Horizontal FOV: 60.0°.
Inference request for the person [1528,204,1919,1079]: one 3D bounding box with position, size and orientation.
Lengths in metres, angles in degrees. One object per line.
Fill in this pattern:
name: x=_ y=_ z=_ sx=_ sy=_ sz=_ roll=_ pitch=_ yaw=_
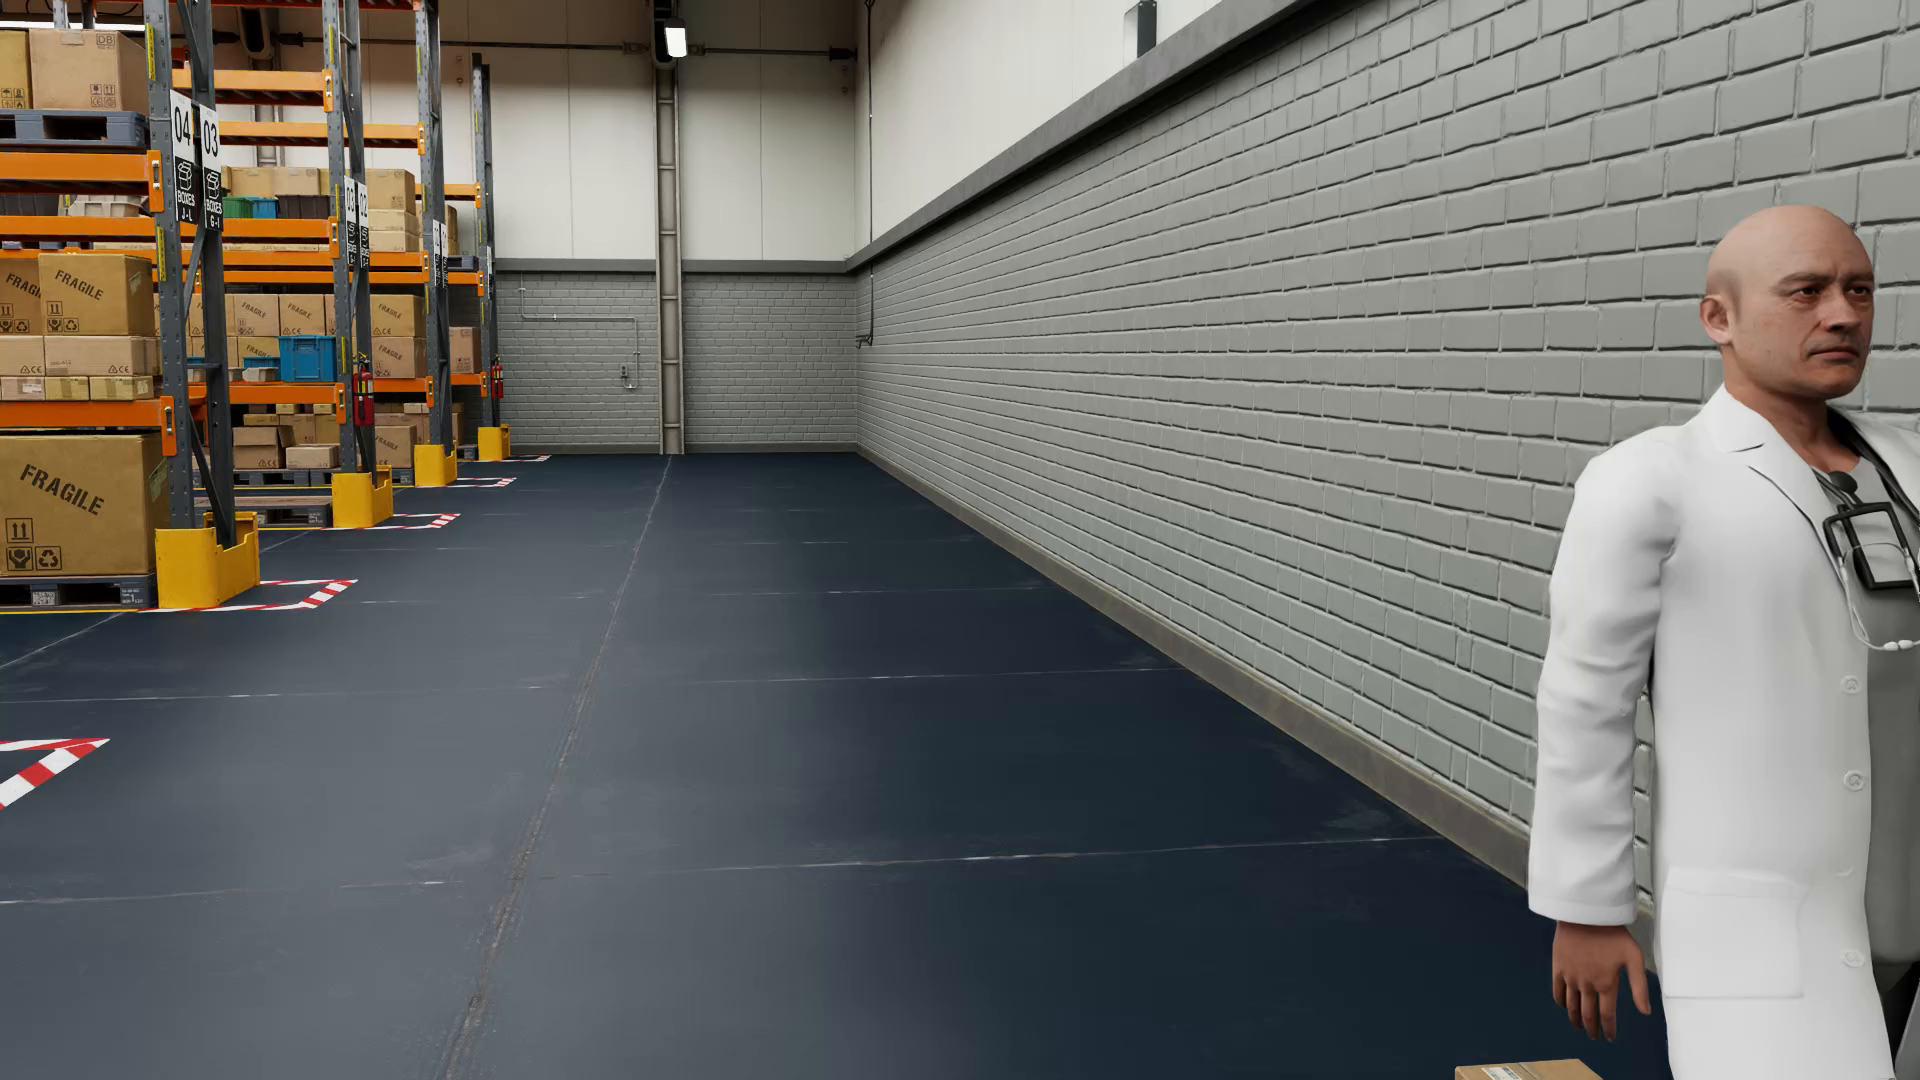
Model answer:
person: x=1.094 y=0.475 z=1.952 sx=0.585 sy=1.740 sz=0.997 roll=-2 pitch=7 yaw=-20
